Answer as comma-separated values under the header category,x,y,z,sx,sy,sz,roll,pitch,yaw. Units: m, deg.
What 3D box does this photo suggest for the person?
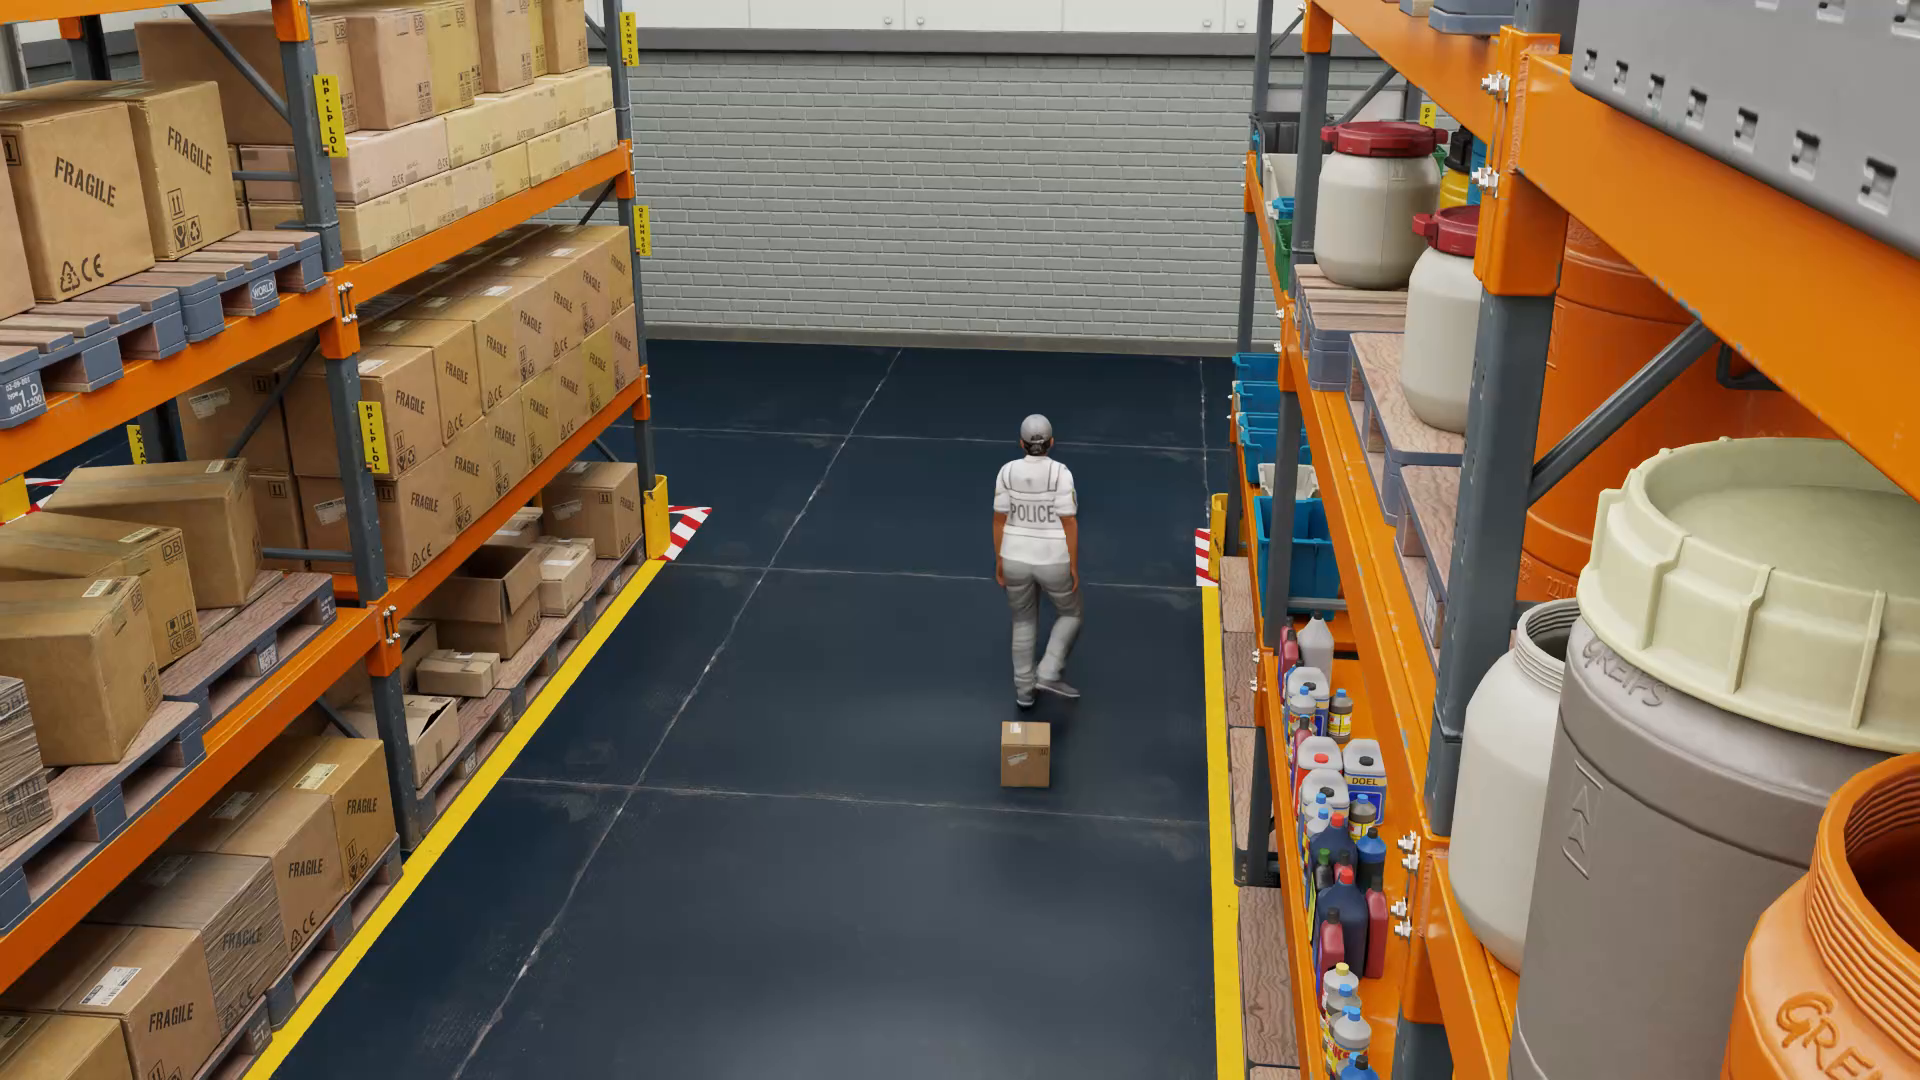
category,x,y,z,sx,sy,sz,roll,pitch,yaw
person,0.441,0.138,9.215,0.555,1.655,0.556,7,22,17
